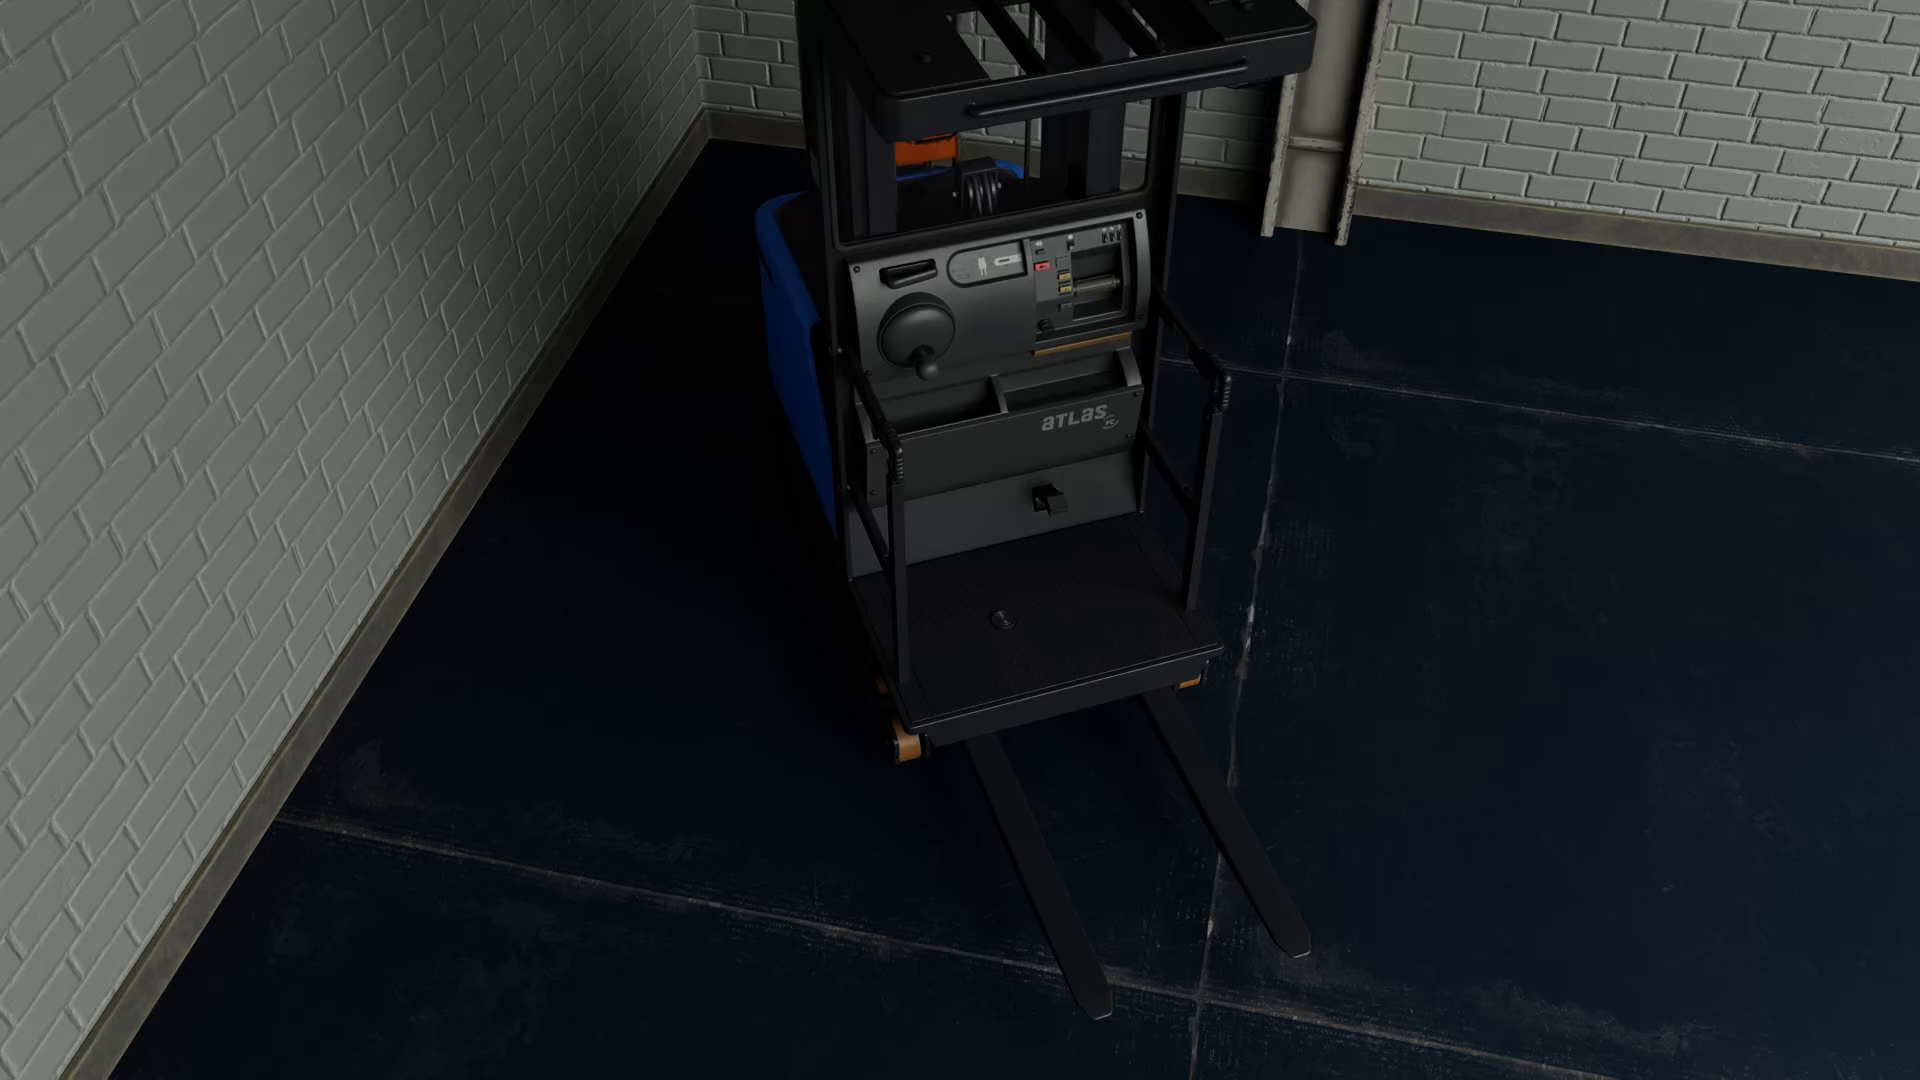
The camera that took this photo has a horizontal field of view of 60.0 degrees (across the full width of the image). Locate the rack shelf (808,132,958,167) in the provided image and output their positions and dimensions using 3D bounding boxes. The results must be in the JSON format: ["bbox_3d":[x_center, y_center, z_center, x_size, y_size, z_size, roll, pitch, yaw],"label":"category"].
[{"bbox_3d":[-0.301,-1.522,6.333,0.480,0.518,0.431,-13,45,-13],"label":"rack shelf"}]

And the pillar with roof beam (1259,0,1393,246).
[{"bbox_3d":[0.677,-1.818,1.650,0.400,9.000,9.100,9,45,9],"label":"pillar with roof beam"}]

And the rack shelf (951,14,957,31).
[{"bbox_3d":[-0.303,-2.031,5.853,0.480,0.518,0.431,-13,45,-13],"label":"rack shelf"}]

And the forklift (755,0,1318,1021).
[{"bbox_3d":[0.198,-0.647,4.809,1.130,2.935,3.031,-13,45,-13],"label":"forklift"}]

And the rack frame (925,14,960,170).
[{"bbox_3d":[-0.070,-1.587,6.381,0.015,2.100,0.400,-13,45,-13],"label":"rack frame"}]

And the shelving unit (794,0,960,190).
[{"bbox_3d":[-0.301,-1.532,6.324,0.503,2.100,0.431,-13,45,-13],"label":"shelving unit"}]

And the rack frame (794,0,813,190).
[{"bbox_3d":[-0.532,-1.477,6.267,0.015,2.100,0.400,-13,45,-13],"label":"rack frame"}]
